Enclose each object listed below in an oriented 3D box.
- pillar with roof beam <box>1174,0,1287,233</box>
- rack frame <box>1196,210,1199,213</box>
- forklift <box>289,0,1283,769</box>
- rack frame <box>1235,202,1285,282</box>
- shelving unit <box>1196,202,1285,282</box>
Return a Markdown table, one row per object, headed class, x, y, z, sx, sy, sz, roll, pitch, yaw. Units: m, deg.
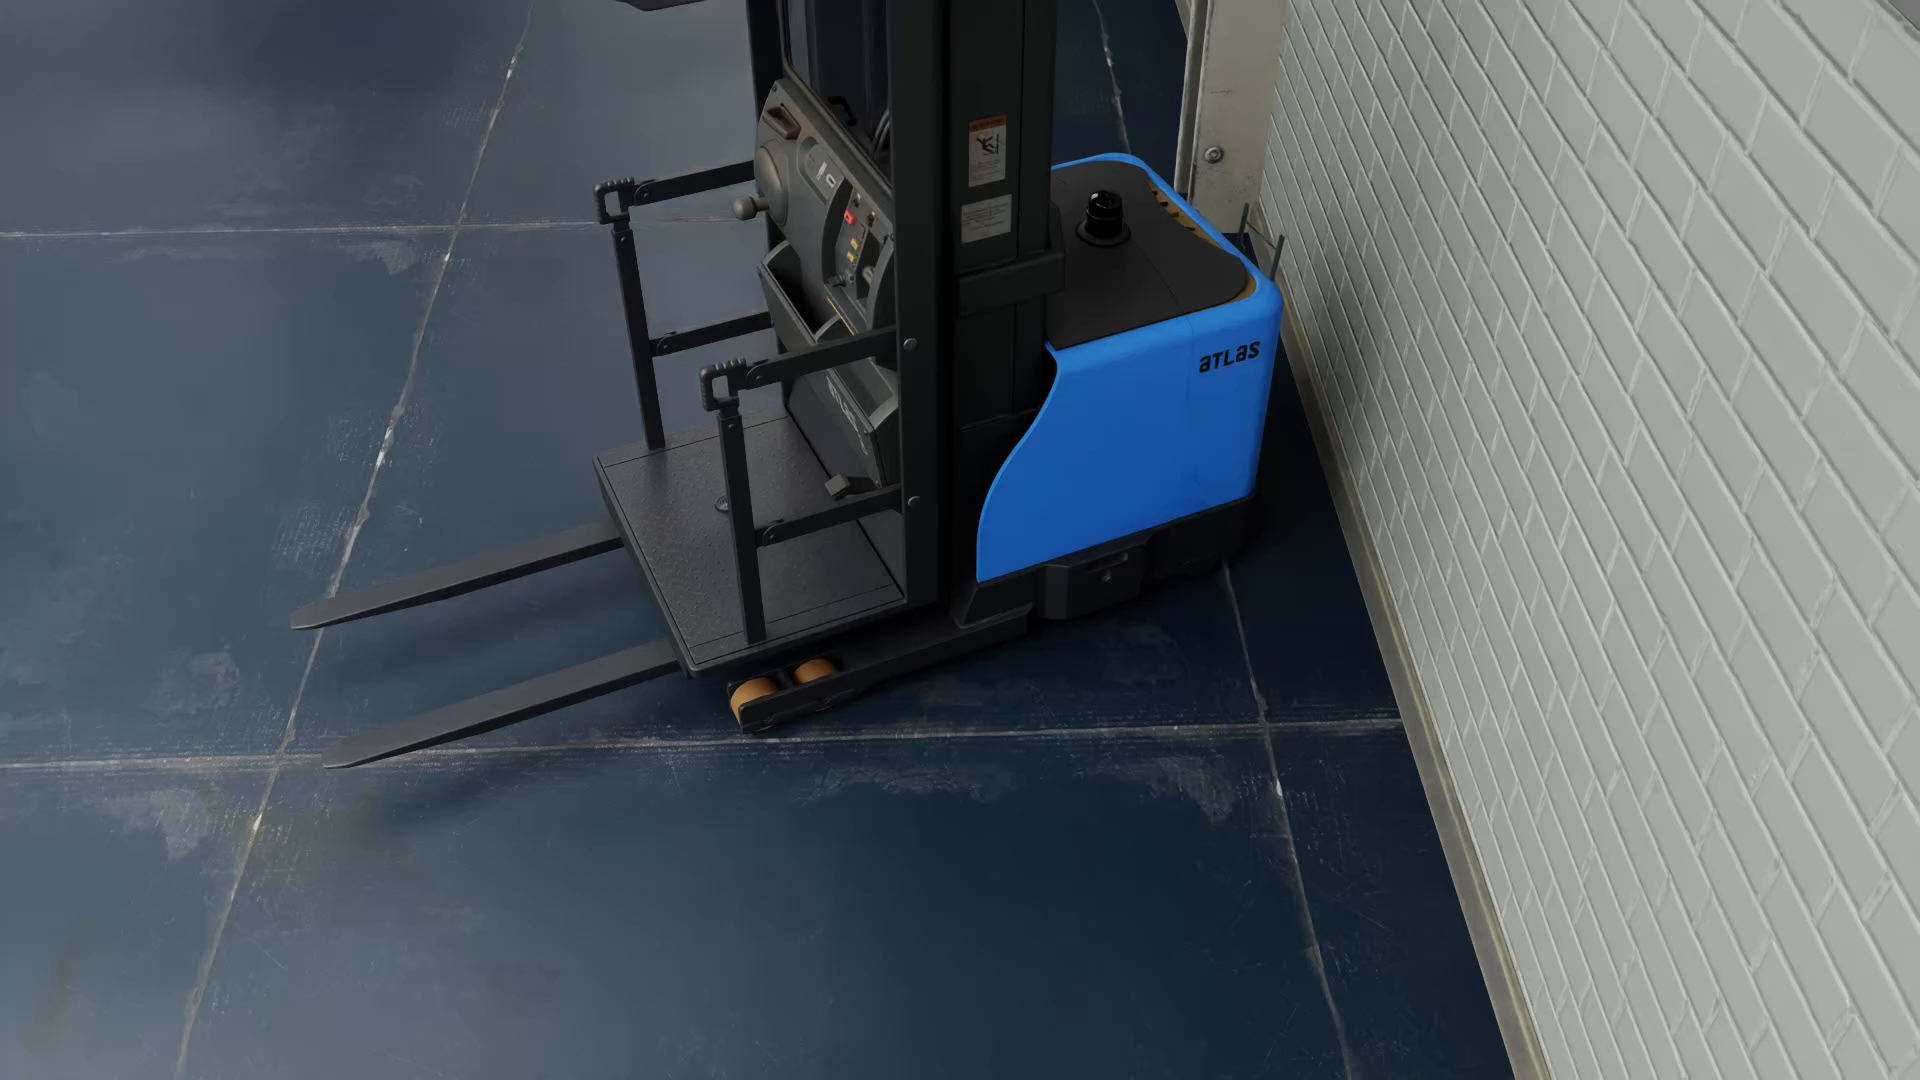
| class | x | y | z | sx | sy | sz | roll | pitch | yaw |
| --- | --- | --- | --- | --- | --- | --- | --- | --- | --- |
| pillar with roof beam | -3.177 | -4.658 | 4.172 | 9.100 | 9.000 | 0.400 | -2 | 43 | -2 |
| rack frame | 0.800 | -0.696 | 5.814 | 0.006 | 0.900 | 0.240 | -12 | 44 | -22 |
| forklift | -0.569 | -0.903 | 4.566 | 3.031 | 2.935 | 1.130 | -17 | 45 | -18 |
| rack frame | 0.984 | -0.737 | 5.890 | 0.006 | 0.900 | 0.240 | -12 | 44 | -22 |
| shelving unit | 0.892 | -0.716 | 5.852 | 0.210 | 0.900 | 0.258 | -12 | 44 | -22 |
